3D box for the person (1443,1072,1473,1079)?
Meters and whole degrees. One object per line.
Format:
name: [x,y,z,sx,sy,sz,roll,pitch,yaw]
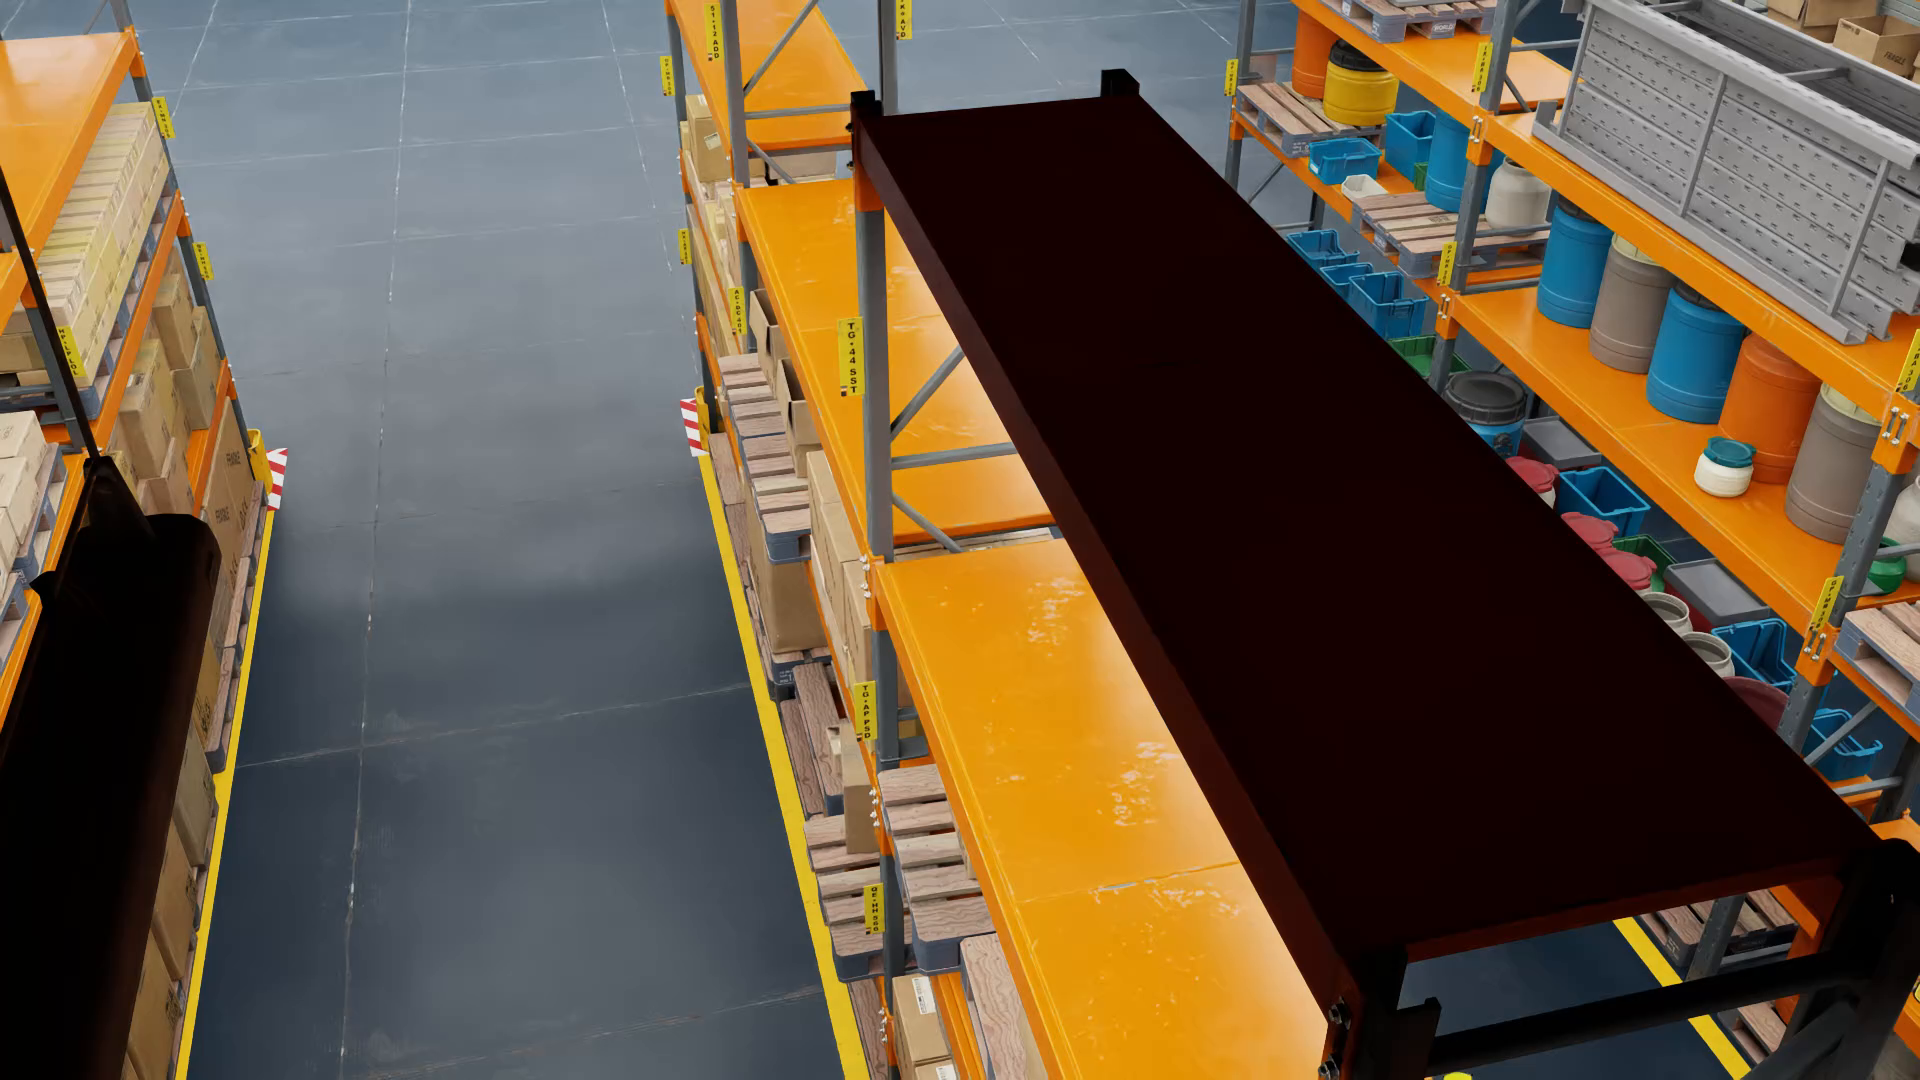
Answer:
person: [2.311,3.132,7.998,0.604,1.714,1.093,-10,36,-14]
